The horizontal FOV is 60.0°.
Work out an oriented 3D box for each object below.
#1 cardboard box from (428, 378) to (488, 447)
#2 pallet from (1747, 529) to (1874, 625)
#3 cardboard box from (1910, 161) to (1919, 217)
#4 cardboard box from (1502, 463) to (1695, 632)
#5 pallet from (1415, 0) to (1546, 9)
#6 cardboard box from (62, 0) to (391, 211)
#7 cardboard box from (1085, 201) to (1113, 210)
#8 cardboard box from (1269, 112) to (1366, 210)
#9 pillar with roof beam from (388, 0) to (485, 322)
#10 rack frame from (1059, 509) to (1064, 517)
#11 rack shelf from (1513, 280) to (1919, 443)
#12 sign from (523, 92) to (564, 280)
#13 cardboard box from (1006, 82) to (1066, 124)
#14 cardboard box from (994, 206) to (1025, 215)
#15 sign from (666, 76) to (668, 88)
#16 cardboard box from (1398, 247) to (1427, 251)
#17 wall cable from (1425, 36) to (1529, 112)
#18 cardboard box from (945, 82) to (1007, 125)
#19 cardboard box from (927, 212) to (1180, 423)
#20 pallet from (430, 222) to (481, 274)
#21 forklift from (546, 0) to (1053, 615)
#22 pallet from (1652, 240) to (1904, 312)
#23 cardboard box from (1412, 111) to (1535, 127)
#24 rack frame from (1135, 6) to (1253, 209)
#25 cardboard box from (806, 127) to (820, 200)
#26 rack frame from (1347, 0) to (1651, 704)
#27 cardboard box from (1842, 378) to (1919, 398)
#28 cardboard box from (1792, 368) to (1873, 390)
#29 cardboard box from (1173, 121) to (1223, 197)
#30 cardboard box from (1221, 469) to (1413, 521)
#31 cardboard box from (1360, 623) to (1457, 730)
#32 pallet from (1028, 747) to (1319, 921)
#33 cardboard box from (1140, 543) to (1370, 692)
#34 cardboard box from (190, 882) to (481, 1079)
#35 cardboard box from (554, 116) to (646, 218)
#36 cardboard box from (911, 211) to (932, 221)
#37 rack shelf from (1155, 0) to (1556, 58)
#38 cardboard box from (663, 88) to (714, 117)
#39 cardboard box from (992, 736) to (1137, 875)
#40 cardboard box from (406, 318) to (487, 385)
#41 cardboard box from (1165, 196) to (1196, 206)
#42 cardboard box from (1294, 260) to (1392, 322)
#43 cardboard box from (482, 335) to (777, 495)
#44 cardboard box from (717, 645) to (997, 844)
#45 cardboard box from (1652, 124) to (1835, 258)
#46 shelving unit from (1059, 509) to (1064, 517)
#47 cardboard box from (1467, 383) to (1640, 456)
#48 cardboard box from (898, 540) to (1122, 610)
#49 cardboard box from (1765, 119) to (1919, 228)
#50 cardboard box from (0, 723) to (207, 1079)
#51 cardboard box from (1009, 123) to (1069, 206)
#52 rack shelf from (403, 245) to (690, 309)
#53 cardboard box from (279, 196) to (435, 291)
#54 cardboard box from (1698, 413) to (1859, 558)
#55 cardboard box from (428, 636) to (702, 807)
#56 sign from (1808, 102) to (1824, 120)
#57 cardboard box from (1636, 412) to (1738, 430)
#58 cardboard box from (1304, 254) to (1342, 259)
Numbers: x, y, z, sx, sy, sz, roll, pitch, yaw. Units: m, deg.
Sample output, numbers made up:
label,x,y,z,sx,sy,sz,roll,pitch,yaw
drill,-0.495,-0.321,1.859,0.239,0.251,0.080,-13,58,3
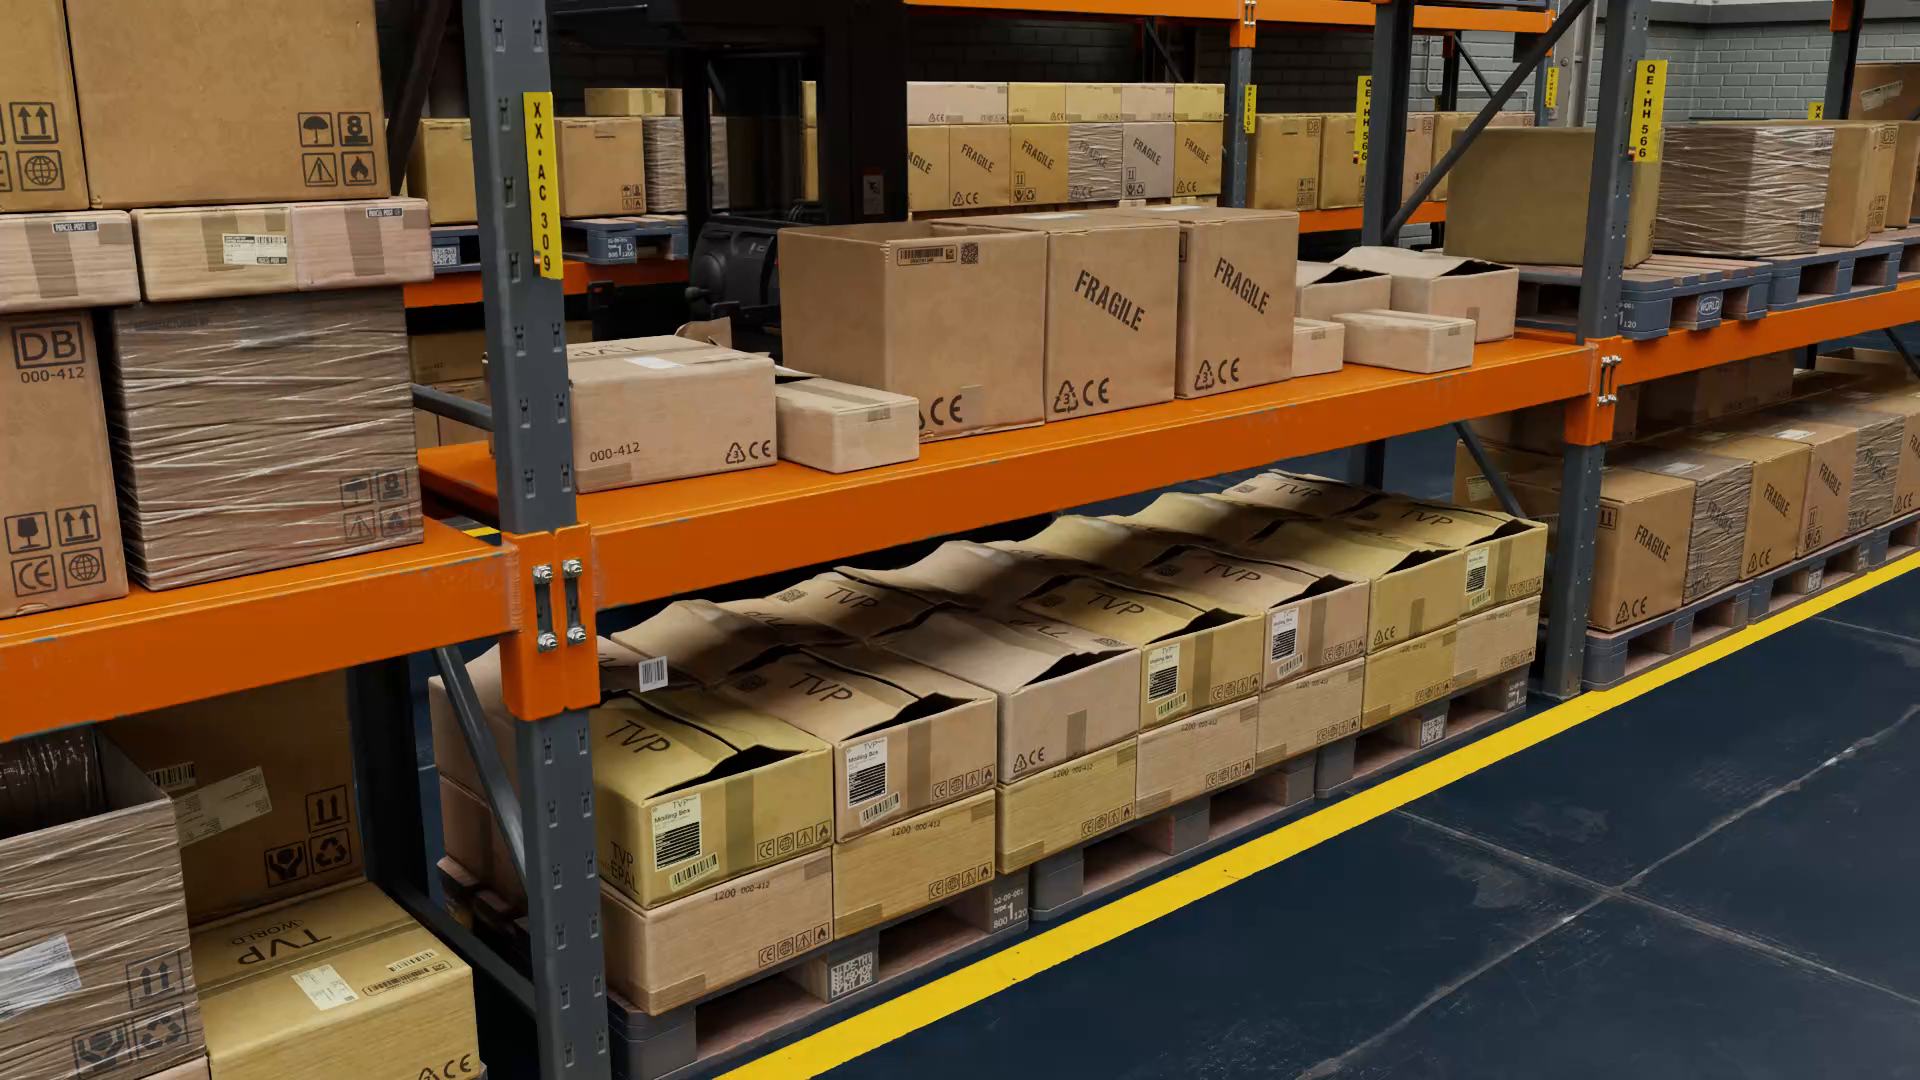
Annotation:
label,x,y,z,sx,sy,sz,roll,pitch,yaw
cardboard box,-2.680,-0.646,8.848,0.500,0.500,0.700,-13,20,-40
pallet,3.412,0.059,7.622,1.213,0.211,1.003,-13,19,-39
cardboard box,5.131,-1.825,9.075,0.500,0.500,0.500,-12,19,-38
cardboard box,2.435,0.010,6.393,0.500,0.500,0.500,-12,19,-37
pallet,4.132,-4.562,13.875,1.213,0.211,1.003,-13,19,-39
cardboard box,-1.444,-0.885,3.043,0.500,0.500,0.700,-13,19,-39
cardboard box,0.810,-2.214,11.175,0.250,0.149,0.380,-13,19,-39
cardboard box,2.641,-2.962,12.944,0.700,0.700,0.980,-13,20,-41
pillar with roof beam,-0.073,-3.936,5.549,0.400,9.000,9.100,-13,19,-39
rack frame,0.449,-0.678,8.464,0.015,1.200,0.240,-12,19,-38
rack shelf,3.413,-0.955,7.408,4.000,0.370,1.077,-13,19,-39
sign,-0.748,-0.635,2.984,0.005,0.325,0.100,-13,19,-39
cardboard box,0.322,-2.783,10.594,0.500,0.250,0.500,-13,20,-40
cardboard box,0.200,-2.089,10.705,0.250,0.149,0.380,-13,19,-39
sign,-1.717,-2.595,9.908,0.005,0.325,0.100,-13,19,-39
cardboard box,3.804,-2.428,14.299,0.250,0.149,0.380,-13,19,-39
wall cable,5.030,-4.175,16.099,1.851,1.984,0.084,-13,19,-39
cardboard box,-0.059,-2.695,10.265,0.500,0.250,0.500,-12,19,-39
cardboard box,0.252,-0.636,4.624,0.500,0.500,0.500,-13,19,-39
pallet,-2.817,-1.492,8.394,1.213,0.211,1.003,-13,19,-39
forklift,-1.019,-1.156,6.899,3.031,2.935,1.130,-12,19,-38
pallet,3.368,-1.202,7.308,1.213,0.211,1.003,-13,19,-39
cardboard box,4.307,-3.340,14.359,0.700,0.700,0.980,-12,19,-37
rack frame,1.667,-2.605,12.191,0.127,3.000,1.000,-13,19,-39
cardboard box,-0.816,-2.162,9.722,0.500,0.500,0.500,-12,19,-38
rack frame,1.904,-0.964,6.047,0.127,3.000,1.000,-13,19,-39
cardboard box,4.738,-0.507,8.327,0.500,0.500,0.500,-13,20,-40
cardboard box,4.397,-0.612,8.720,0.500,0.500,0.500,-14,20,-42
cardboard box,1.485,-2.680,11.661,0.500,0.500,0.500,-13,20,-40
cardboard box,1.317,-0.078,6.157,0.500,0.311,0.500,-12,19,-38
cardboard box,1.281,0.386,5.506,0.500,0.250,0.500,-13,20,-40
pallet,0.338,0.721,5.143,1.213,0.211,1.003,-13,19,-39
cardboard box,0.900,0.202,5.111,0.500,0.311,0.500,-13,20,-40
cardboard box,-1.320,0.960,3.357,0.500,0.250,0.500,-13,19,-39
cardboard box,-2.102,-2.007,8.905,0.700,0.500,0.500,14,20,42
cardboard box,-0.389,-1.963,10.234,0.250,0.149,0.380,-13,20,-40
rack shelf,3.176,-4.046,13.166,4.000,0.370,1.077,-13,19,-39
cardboard box,-1.591,-2.438,9.261,0.380,0.149,0.250,13,20,40
cardboard box,0.129,0.644,4.539,0.500,0.250,0.500,-13,20,-41
cardboard box,-2.715,-0.990,8.683,0.500,0.250,0.500,-13,20,-40
cardboard box,1.423,-2.334,11.623,0.250,0.149,0.380,-12,19,-38
cardboard box,1.103,-0.807,5.632,0.500,0.311,0.500,-13,20,-40
cardboard box,-0.770,-0.306,3.873,0.500,0.250,0.500,-11,19,-36
cardboard box,-0.257,0.463,4.132,0.500,0.311,0.500,-13,20,-40
cardboard box,3.121,-1.462,6.902,0.500,0.500,0.700,-9,17,-29
shelving unit,0.262,-0.638,8.313,0.503,1.200,0.258,-12,19,-38
cardboard box,2.496,-0.546,7.019,0.500,0.250,0.500,-12,19,-37
cardboard box,0.152,0.186,5.169,0.500,0.311,0.500,-13,20,-40
cardboard box,4.418,-1.856,8.379,0.700,0.500,0.500,8,17,28
cardboard box,-1.704,0.680,2.952,0.500,0.500,0.500,-13,19,-39
cardboard box,0.348,-2.422,10.697,0.500,0.500,0.500,-12,19,-38
rack shelf,-2.859,-1.241,8.479,4.000,0.370,1.077,-13,19,-39
cardboard box,-1.178,-0.560,3.085,0.250,0.149,0.380,-13,20,-39
cardboard box,3.599,-0.254,7.378,0.500,0.500,0.500,-14,20,-41
cardboard box,-0.996,0.444,4.204,0.500,0.311,0.500,-13,19,-39
sign,4.560,-2.164,8.862,0.005,0.325,0.100,-13,19,-39
cardboard box,3.238,-0.351,7.742,0.500,0.500,0.500,-14,20,-41
cardboard box,3.039,-2.256,13.656,0.250,0.149,0.380,-13,20,-40
